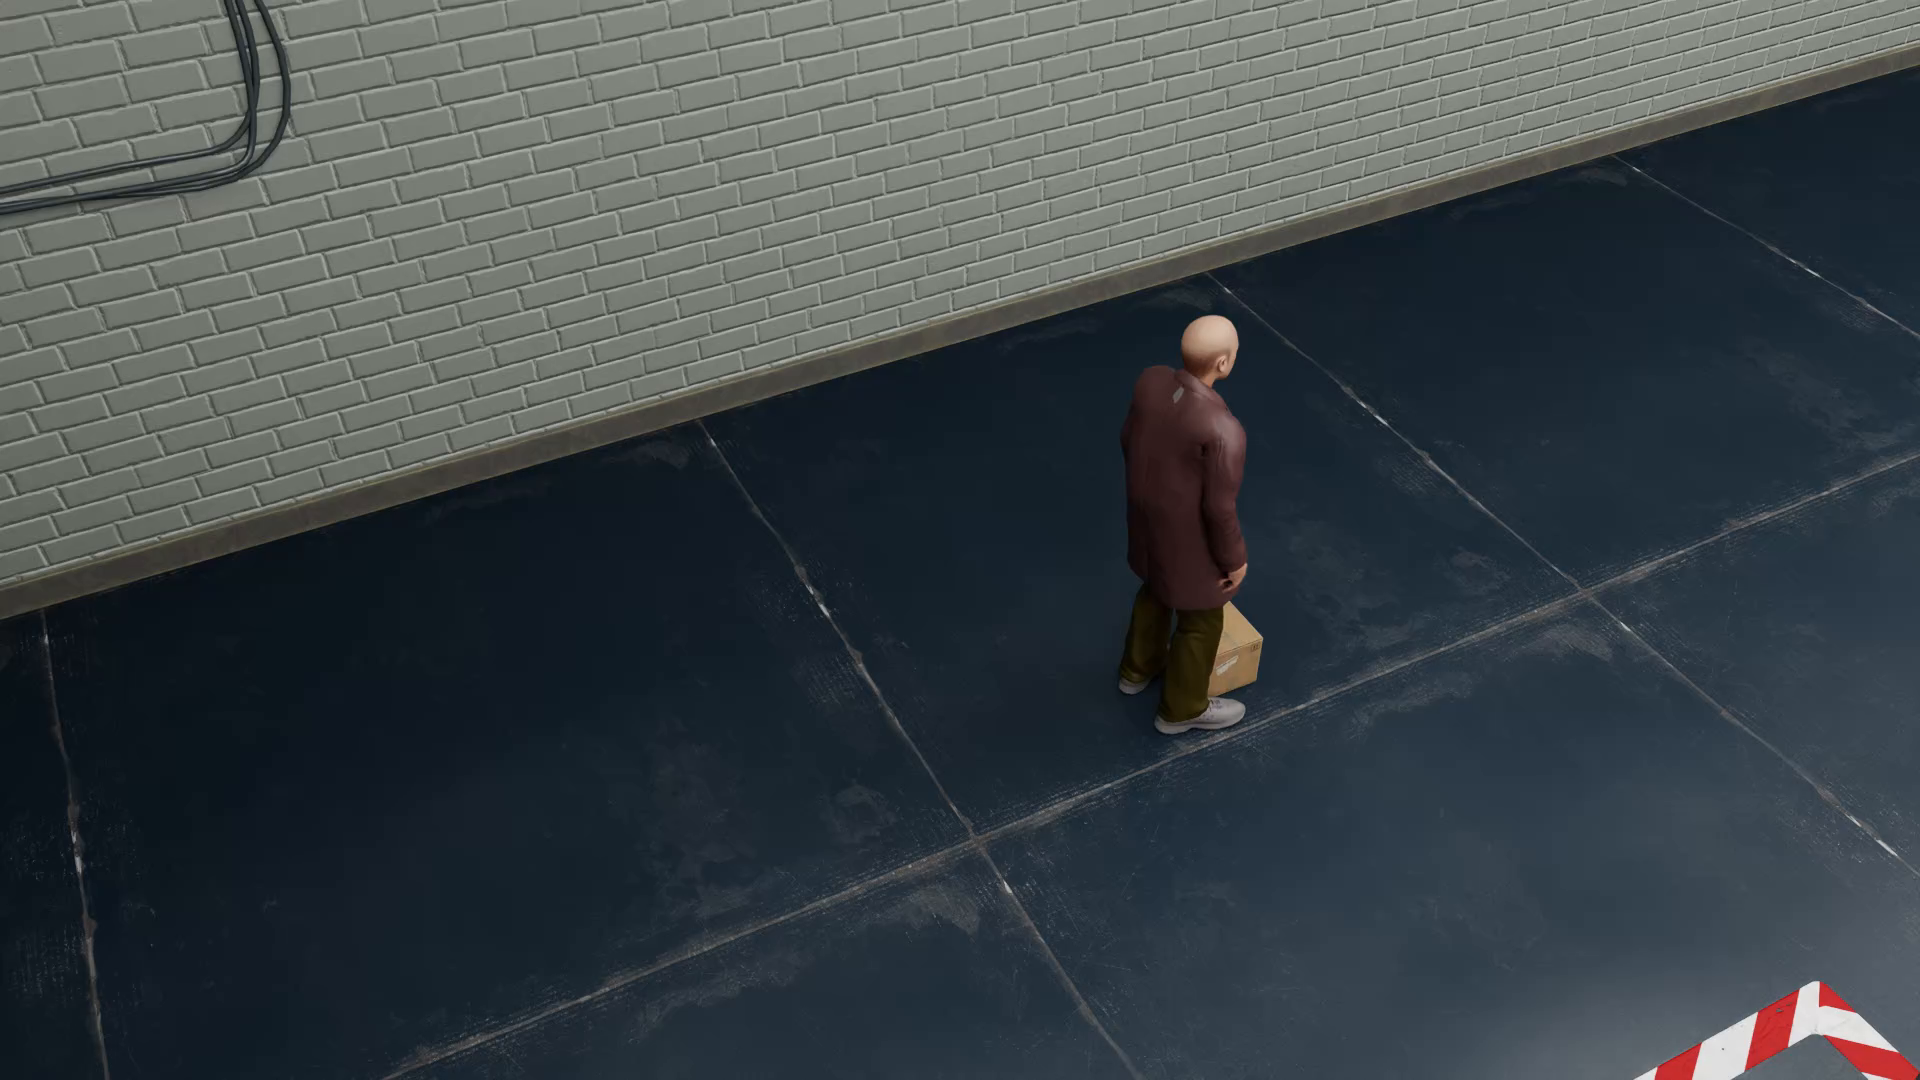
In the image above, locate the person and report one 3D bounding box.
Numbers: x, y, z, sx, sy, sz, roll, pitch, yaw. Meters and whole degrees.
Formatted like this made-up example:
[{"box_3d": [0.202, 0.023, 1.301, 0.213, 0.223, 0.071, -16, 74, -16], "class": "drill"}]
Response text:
[{"box_3d": [0.834, -0.056, 6.235, 0.422, 1.774, 0.653, -21, 45, -23], "class": "person"}]
